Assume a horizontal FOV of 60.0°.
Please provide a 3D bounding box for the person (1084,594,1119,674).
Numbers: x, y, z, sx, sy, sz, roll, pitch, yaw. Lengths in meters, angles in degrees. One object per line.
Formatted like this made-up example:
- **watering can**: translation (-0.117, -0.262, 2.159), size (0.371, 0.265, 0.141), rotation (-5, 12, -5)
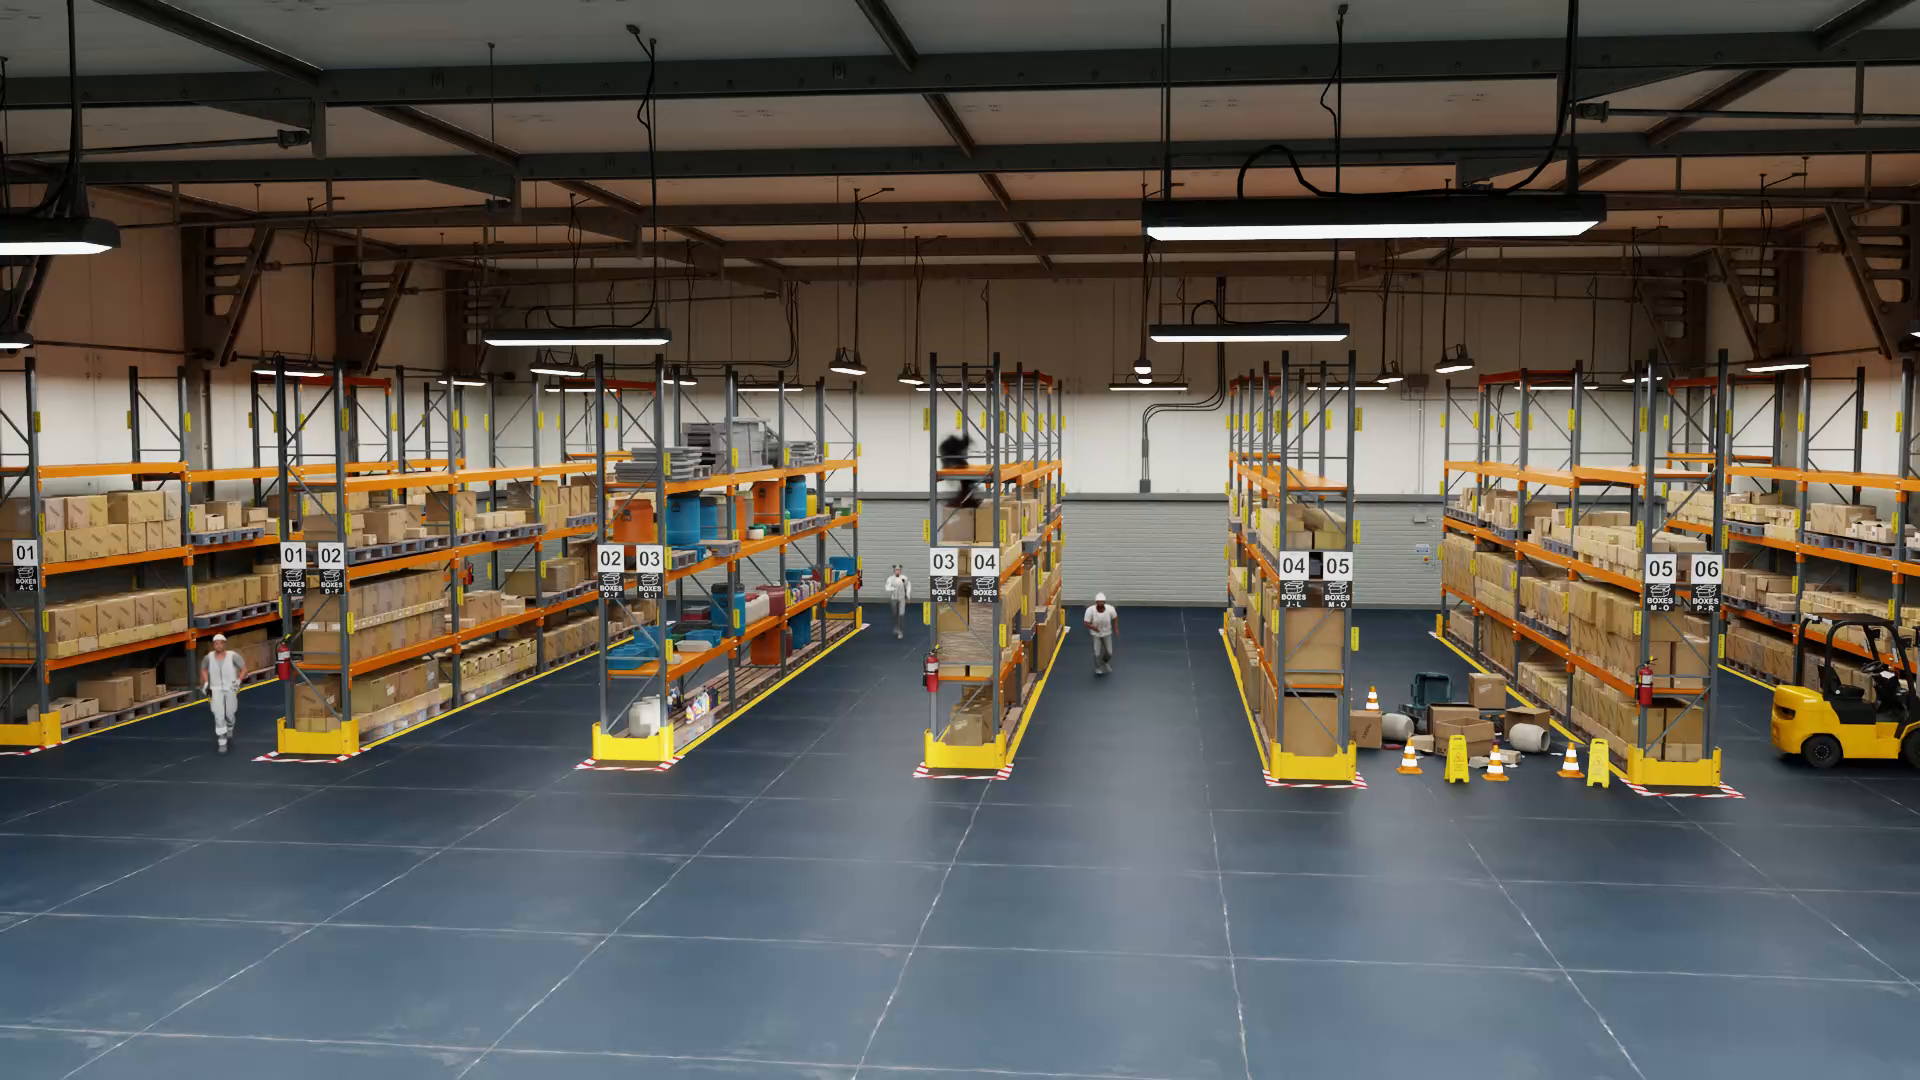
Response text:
- **person**: translation (2.793, 1.865, 32.777), size (0.712, 1.651, 0.772), rotation (0, 4, -1)

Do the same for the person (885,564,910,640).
- **person**: translation (-1.448, 1.414, 38.705), size (0.580, 1.740, 0.846), rotation (0, 4, -1)

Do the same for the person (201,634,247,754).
- **person**: translation (-11.254, 2.320, 25.454), size (0.659, 1.802, 0.822), rotation (-1, 4, -16)
